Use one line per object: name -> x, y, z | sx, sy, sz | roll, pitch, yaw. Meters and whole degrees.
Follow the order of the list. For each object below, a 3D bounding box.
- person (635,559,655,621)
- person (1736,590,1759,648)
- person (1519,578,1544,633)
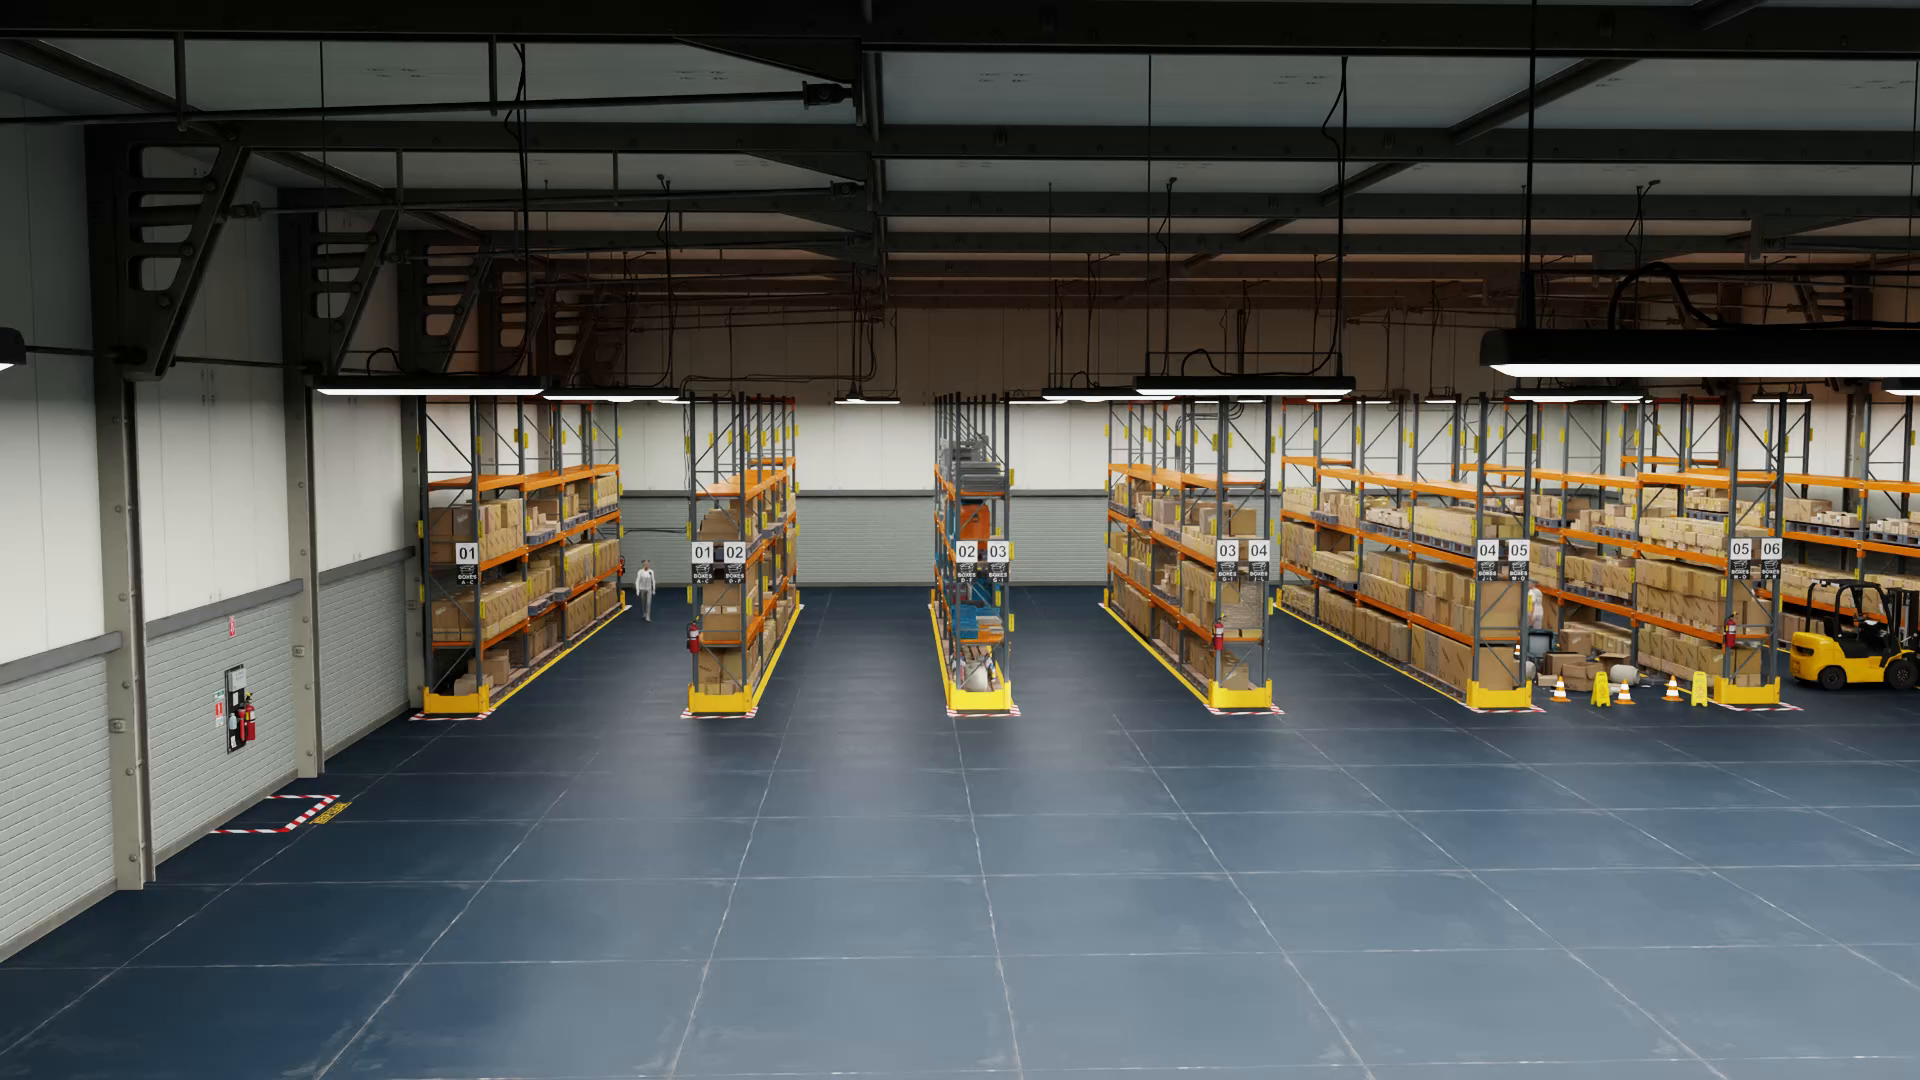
person -> -8.444, 1.325, 44.586 | 0.496, 1.624, 1.056 | 0, 5, -6
person -> 17.178, 1.958, 36.129 | 0.502, 1.824, 0.548 | -1, 5, -9
person -> 13.299, 1.765, 38.466 | 0.538, 1.769, 0.575 | -2, 5, -19
